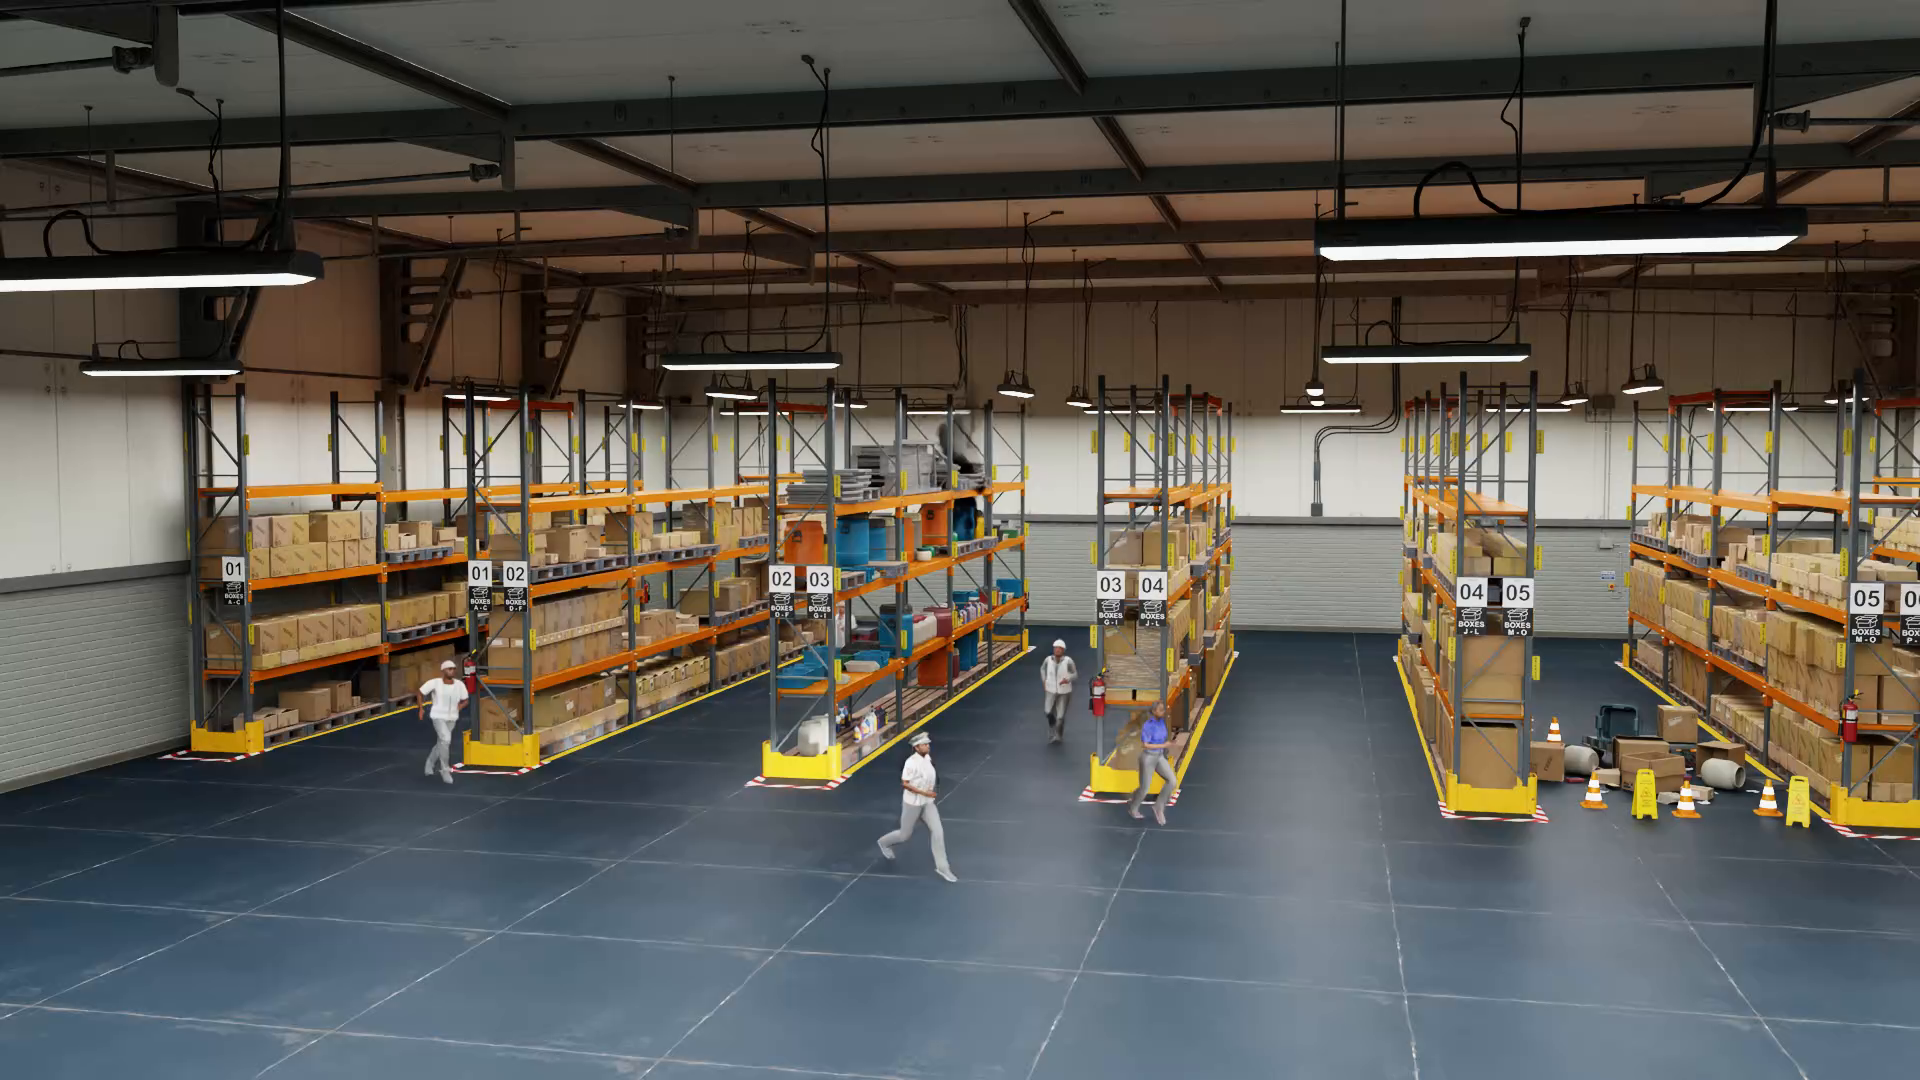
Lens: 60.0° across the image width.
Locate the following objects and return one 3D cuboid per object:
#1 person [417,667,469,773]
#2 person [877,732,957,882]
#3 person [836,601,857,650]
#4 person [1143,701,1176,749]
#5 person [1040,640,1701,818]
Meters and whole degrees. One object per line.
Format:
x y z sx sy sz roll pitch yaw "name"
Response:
-7.715 2.640 24.925 0.744 1.585 0.716 3 5 44 "person"
-0.514 3.066 19.291 1.092 1.710 0.514 3 4 41 "person"
-2.426 2.090 33.932 0.682 1.672 0.774 1 3 10 "person"
2.610 2.501 21.820 0.614 0.790 0.602 3 5 44 "person"
-2.324 0.794 21.181 23.615 6.000 15.158 1 3 12 "person"
